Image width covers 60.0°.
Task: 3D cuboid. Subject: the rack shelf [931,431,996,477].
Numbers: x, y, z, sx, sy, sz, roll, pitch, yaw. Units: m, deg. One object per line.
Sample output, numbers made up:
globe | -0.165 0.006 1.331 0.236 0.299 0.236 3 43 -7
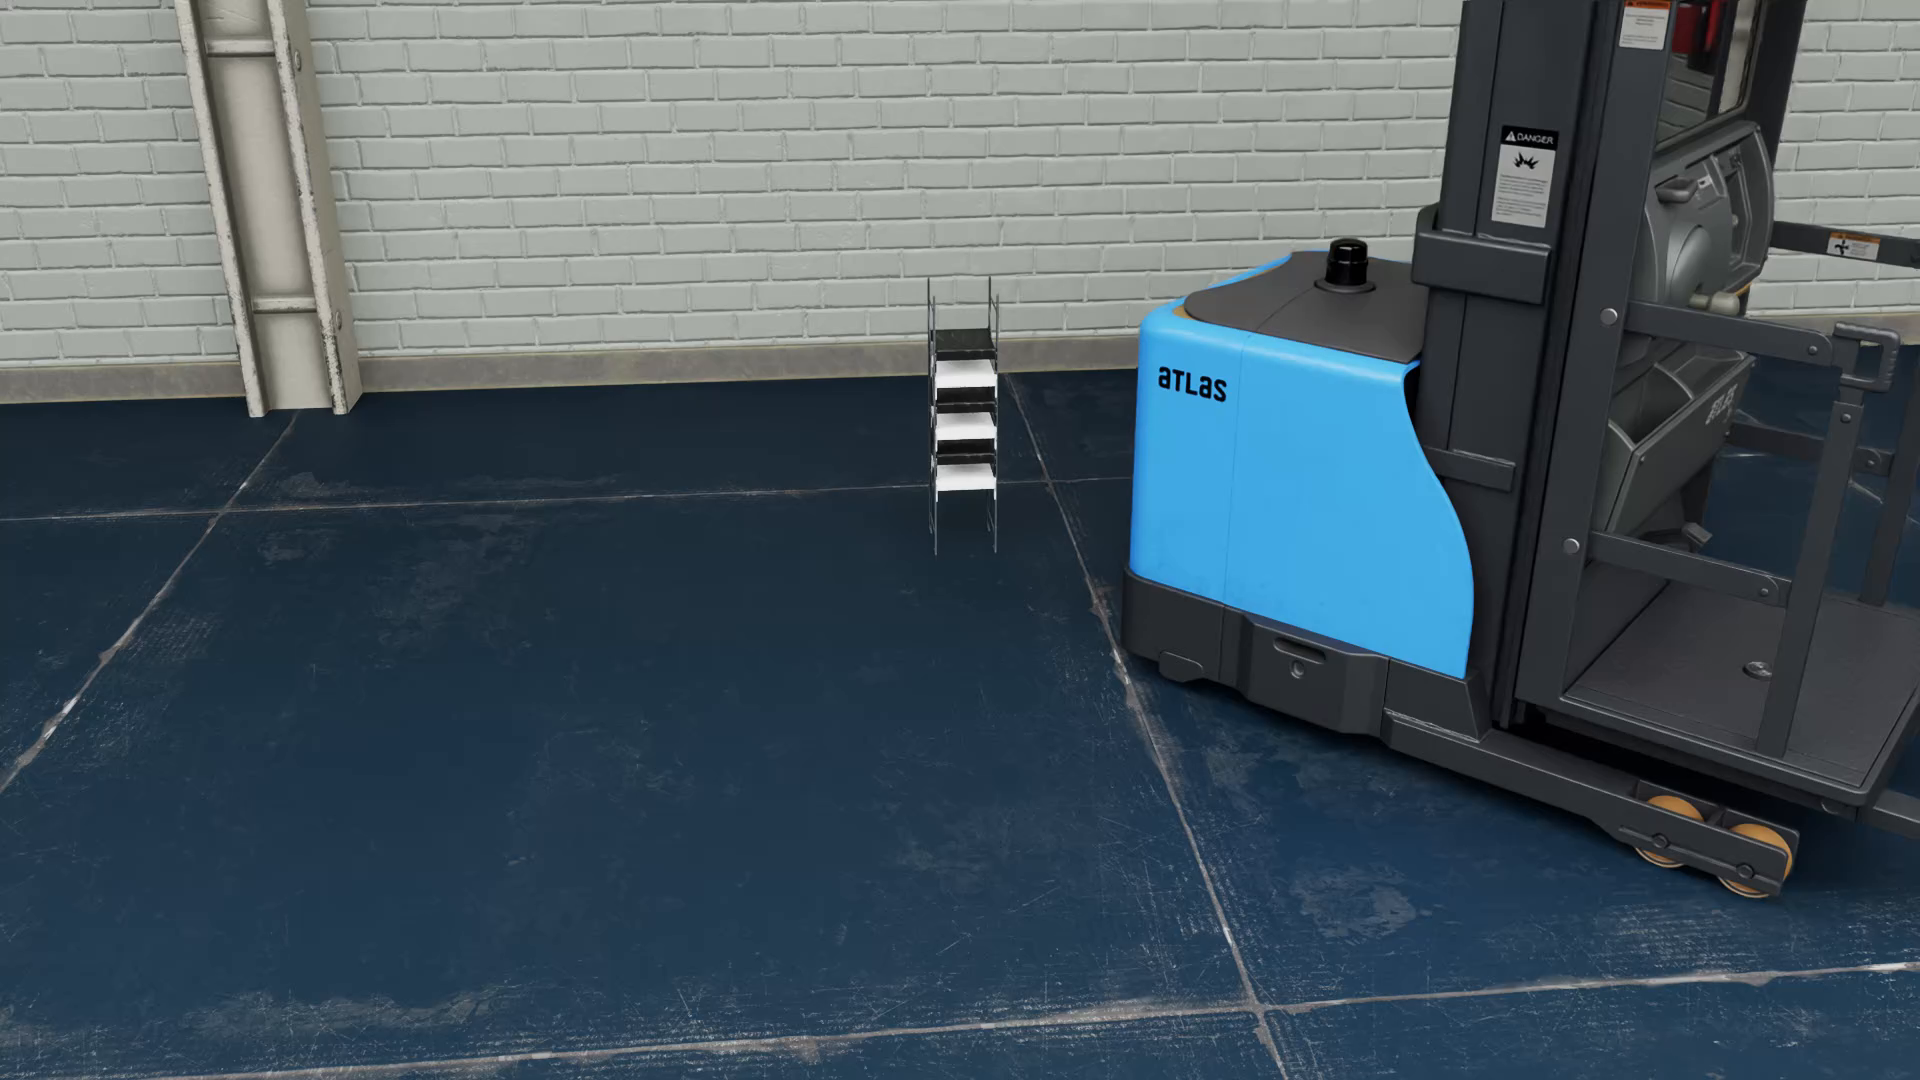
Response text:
rack shelf | 0.008 -0.299 5.618 0.200 0.077 0.258 -2 24 -5

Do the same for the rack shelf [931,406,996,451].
rack shelf | 0.008 -0.381 5.581 0.200 0.077 0.258 -2 24 -5

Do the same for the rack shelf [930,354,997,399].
rack shelf | 0.008 -0.546 5.508 0.200 0.077 0.258 -2 24 -5

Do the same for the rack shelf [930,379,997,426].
rack shelf | 0.008 -0.463 5.545 0.200 0.077 0.258 -2 24 -5

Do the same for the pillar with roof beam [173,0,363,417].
pillar with roof beam | -2.344 -2.953 1.313 0.400 9.000 9.100 -2 24 -5

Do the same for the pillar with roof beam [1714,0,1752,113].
pillar with roof beam | 3.627 -3.192 1.852 0.400 9.000 9.100 -2 24 -5

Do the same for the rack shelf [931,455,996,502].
rack shelf | 0.008 -0.217 5.655 0.200 0.077 0.258 -2 24 -5

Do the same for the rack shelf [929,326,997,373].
rack shelf | 0.008 -0.628 5.472 0.200 0.077 0.258 -2 24 -5

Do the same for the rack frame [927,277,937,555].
rack frame | -0.093 -0.407 5.559 0.006 0.900 0.240 -2 24 -5

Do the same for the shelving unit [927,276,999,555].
shelving unit | 0.008 -0.412 5.568 0.210 0.900 0.258 -2 24 -5

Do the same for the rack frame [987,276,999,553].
rack frame | 0.109 -0.416 5.577 0.006 0.900 0.240 -2 24 -5

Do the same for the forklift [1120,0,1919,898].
forklift | 1.940 -0.750 3.829 3.031 2.935 1.130 18 30 35
